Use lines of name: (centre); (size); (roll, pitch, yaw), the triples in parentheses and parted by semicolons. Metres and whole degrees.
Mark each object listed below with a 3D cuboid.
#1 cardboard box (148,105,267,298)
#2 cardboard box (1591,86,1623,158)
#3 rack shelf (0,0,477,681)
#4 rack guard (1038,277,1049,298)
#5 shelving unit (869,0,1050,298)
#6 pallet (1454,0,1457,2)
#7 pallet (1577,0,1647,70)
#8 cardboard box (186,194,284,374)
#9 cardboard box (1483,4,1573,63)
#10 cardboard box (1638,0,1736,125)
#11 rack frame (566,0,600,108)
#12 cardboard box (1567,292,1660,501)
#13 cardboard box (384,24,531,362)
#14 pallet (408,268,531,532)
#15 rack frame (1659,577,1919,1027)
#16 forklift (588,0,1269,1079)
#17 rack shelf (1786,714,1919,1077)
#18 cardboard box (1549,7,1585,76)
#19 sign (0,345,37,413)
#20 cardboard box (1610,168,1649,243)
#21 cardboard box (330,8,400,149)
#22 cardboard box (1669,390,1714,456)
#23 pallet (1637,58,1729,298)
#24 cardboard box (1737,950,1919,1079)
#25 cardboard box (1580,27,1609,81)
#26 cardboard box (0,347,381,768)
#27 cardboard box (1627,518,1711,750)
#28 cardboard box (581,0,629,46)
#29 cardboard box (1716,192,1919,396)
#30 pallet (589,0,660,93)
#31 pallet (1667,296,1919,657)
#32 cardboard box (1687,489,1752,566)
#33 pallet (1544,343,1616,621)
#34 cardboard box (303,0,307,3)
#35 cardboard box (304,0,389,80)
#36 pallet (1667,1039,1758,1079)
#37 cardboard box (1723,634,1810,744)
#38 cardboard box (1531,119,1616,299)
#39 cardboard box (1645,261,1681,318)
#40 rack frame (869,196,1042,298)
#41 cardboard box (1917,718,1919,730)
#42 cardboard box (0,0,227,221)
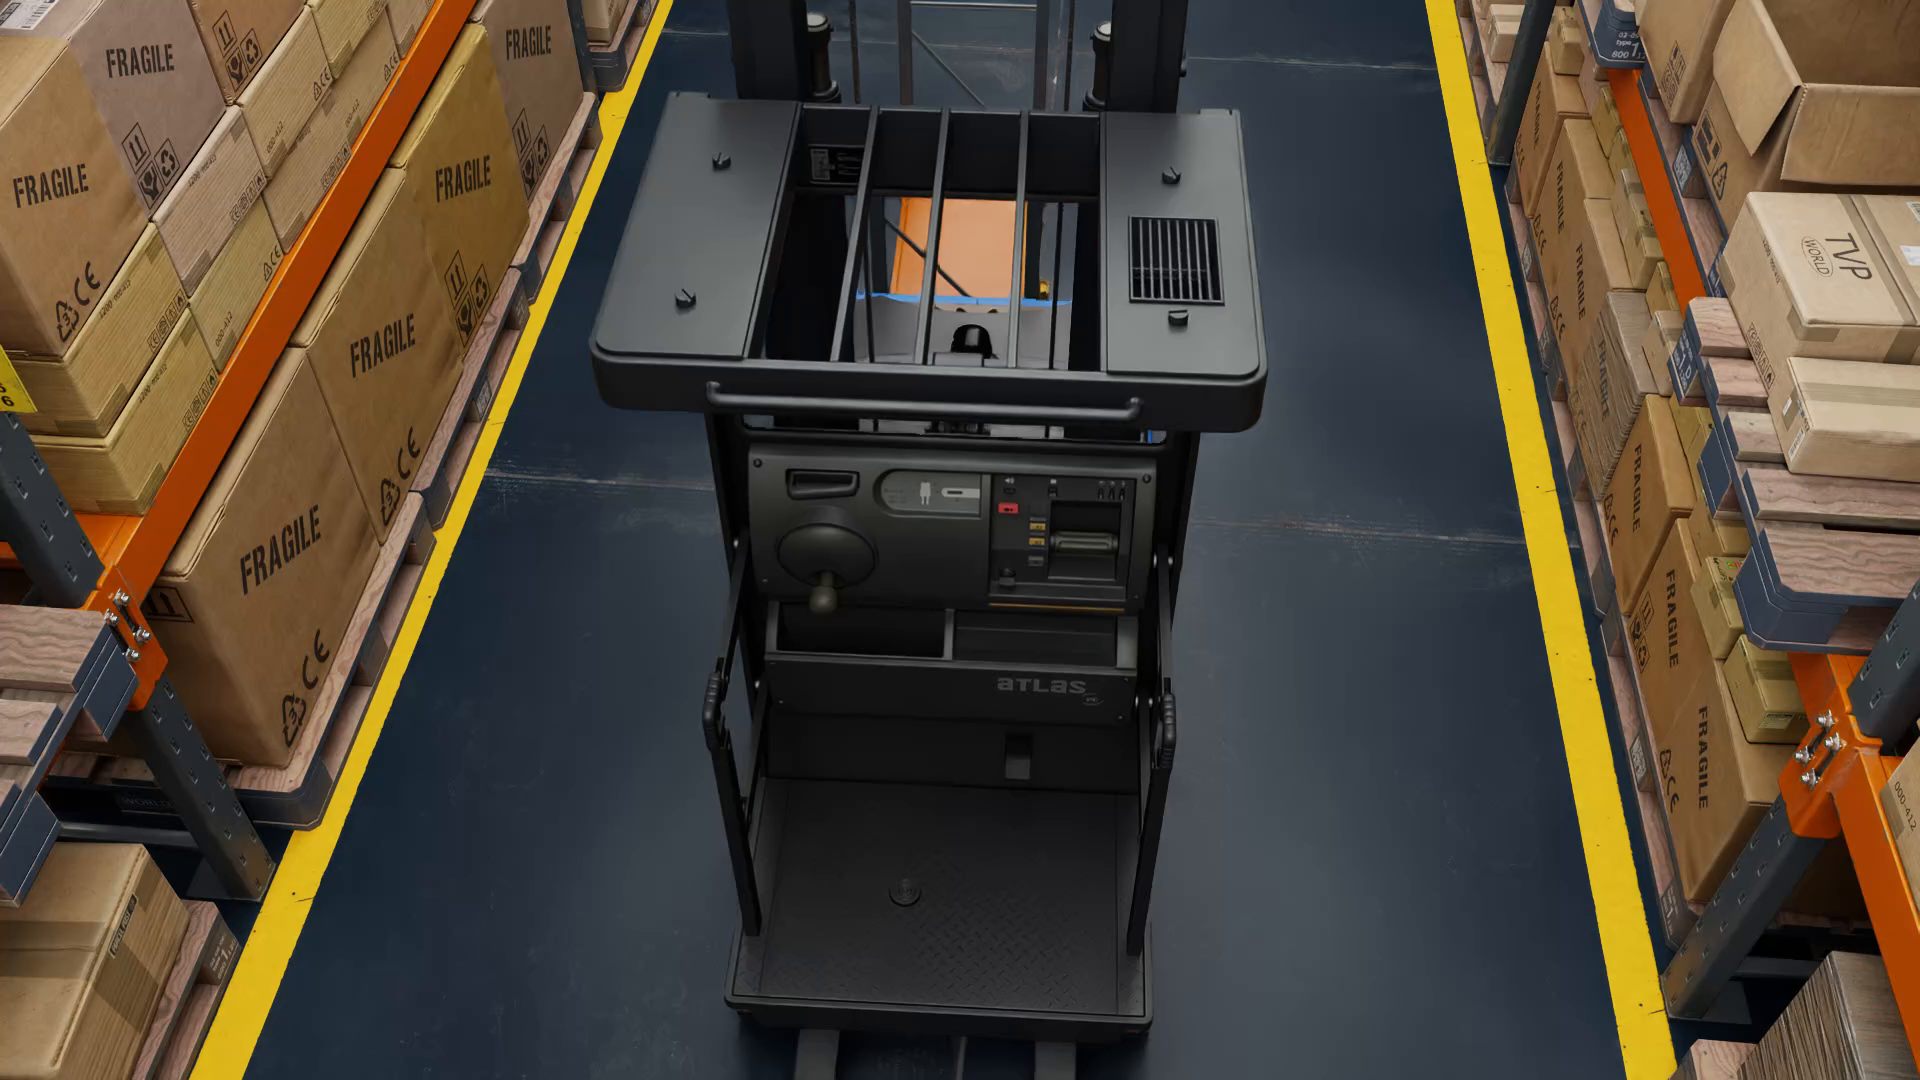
cardboard box: (-2.164, -0.897, 4.300); (0.500, 0.250, 0.500); (5, 48, 4)
cardboard box: (2.546, -1.525, 6.082); (0.380, 0.149, 0.250); (2, 48, 2)
rack shelf: (-2.322, -1.270, 5.366); (1.077, 0.370, 4.000); (4, 48, 4)
rack guard: (0.045, -0.896, 6.400); (0.587, 0.250, 0.087); (2, 48, 2)
shelving unit: (0.016, -0.950, 5.603); (0.587, 1.500, 1.083); (2, 48, 2)
pallet: (2.976, -3.114, 8.455); (1.003, 0.211, 1.213); (4, 48, 4)
pallet: (2.622, -2.007, 5.683); (1.003, 0.211, 1.213); (4, 48, 4)
cardboard box: (-2.180, -0.714, 4.472); (0.500, 0.250, 0.500); (3, 48, 2)
cardboard box: (2.562, -2.260, 7.432); (0.380, 0.149, 0.250); (3, 48, 2)
cardboard box: (2.418, -1.529, 4.764); (0.700, 0.500, 0.500); (4, 48, 3)
rack frame: (-2.140, -2.983, 6.445); (1.000, 3.000, 0.127); (4, 48, 4)
cardboard box: (2.393, -0.470, 5.557); (0.500, 0.500, 0.500); (2, 48, 2)
cardboard box: (-2.191, -1.282, 6.045); (0.875, 0.875, 0.875); (5, 48, 5)
pallet: (-2.244, -0.570, 6.129); (1.003, 0.211, 1.213); (4, 48, 4)
rack frame: (2.439, 0.288, 3.454); (1.000, 3.000, 0.127); (4, 48, 4)
forklift: (-0.031, 0.089, 3.682); (1.130, 2.935, 3.031); (2, 48, 2)
rack shelf: (2.257, 2.000, 2.375); (1.077, 0.370, 4.000); (4, 48, 4)
cardboard box: (2.506, -1.923, 6.446); (0.380, 0.149, 0.250); (6, 48, 5)
sign: (-1.963, -0.378, 3.332); (0.100, 0.325, 0.005); (4, 48, 4)
cardboard box: (2.474, -1.141, 5.731); (0.380, 0.149, 0.250); (4, 48, 3)
cardboard box: (-2.085, -1.462, 5.156); (0.500, 0.250, 0.500); (4, 48, 4)
cardboard box: (2.385, -0.377, 5.031); (0.380, 0.149, 0.250); (3, 48, 3)
pallet: (2.612, -1.077, 4.832); (1.003, 0.211, 1.213); (4, 48, 4)
cardboard box: (2.369, 1.405, 3.757); (0.875, 0.625, 0.625); (5, 48, 5)
cardboard box: (2.530, -1.829, 6.158); (0.380, 0.149, 0.250); (2, 48, 2)
cardboard box: (-2.359, 0.030, 4.845); (0.875, 0.875, 0.875); (3, 48, 3)
cardboard box: (2.320, 0.298, 4.855); (0.500, 0.500, 0.500); (3, 48, 3)
cardboard box: (-1.976, -2.714, 7.651); (0.875, 0.438, 0.875); (3, 48, 3)
cardboard box: (2.213, -0.600, 4.083); (0.500, 0.250, 0.500); (2, 48, 2)
pallet: (-1.993, -2.595, 7.980); (1.003, 0.211, 1.213); (4, 48, 4)
pallet: (2.431, -0.150, 3.985); (1.213, 0.211, 1.003); (4, 48, 4)
cardboard box: (2.294, -0.002, 4.689); (0.380, 0.149, 0.250); (2, 48, 2)
pallet: (2.658, -0.211, 5.800); (1.003, 0.211, 1.213); (4, 48, 4)
cardboard box: (-2.068, -1.875, 4.687); (0.500, 0.500, 0.500); (5, 48, 4)
cardboard box: (-2.047, -1.634, 4.975); (0.500, 0.250, 0.500); (5, 48, 4)
pallet: (2.325, 1.831, 3.932); (1.003, 0.211, 1.213); (4, 48, 4)
cardboard box: (2.232, 0.391, 4.330); (0.380, 0.149, 0.250); (2, 48, 2)
cardboard box: (2.497, -1.217, 6.240); (0.500, 0.500, 0.500); (3, 48, 3)
cardboard box: (2.454, -0.759, 5.381); (0.380, 0.149, 0.250); (4, 48, 4)
rack frame: (-0.013, -0.569, 5.254); (0.500, 1.500, 0.032); (2, 48, 2)
cardboard box: (2.130, 0.478, 3.043); (0.500, 0.250, 0.500); (4, 48, 3)
cardboard box: (-2.180, -1.126, 4.001); (0.500, 0.500, 0.500); (4, 48, 4)
